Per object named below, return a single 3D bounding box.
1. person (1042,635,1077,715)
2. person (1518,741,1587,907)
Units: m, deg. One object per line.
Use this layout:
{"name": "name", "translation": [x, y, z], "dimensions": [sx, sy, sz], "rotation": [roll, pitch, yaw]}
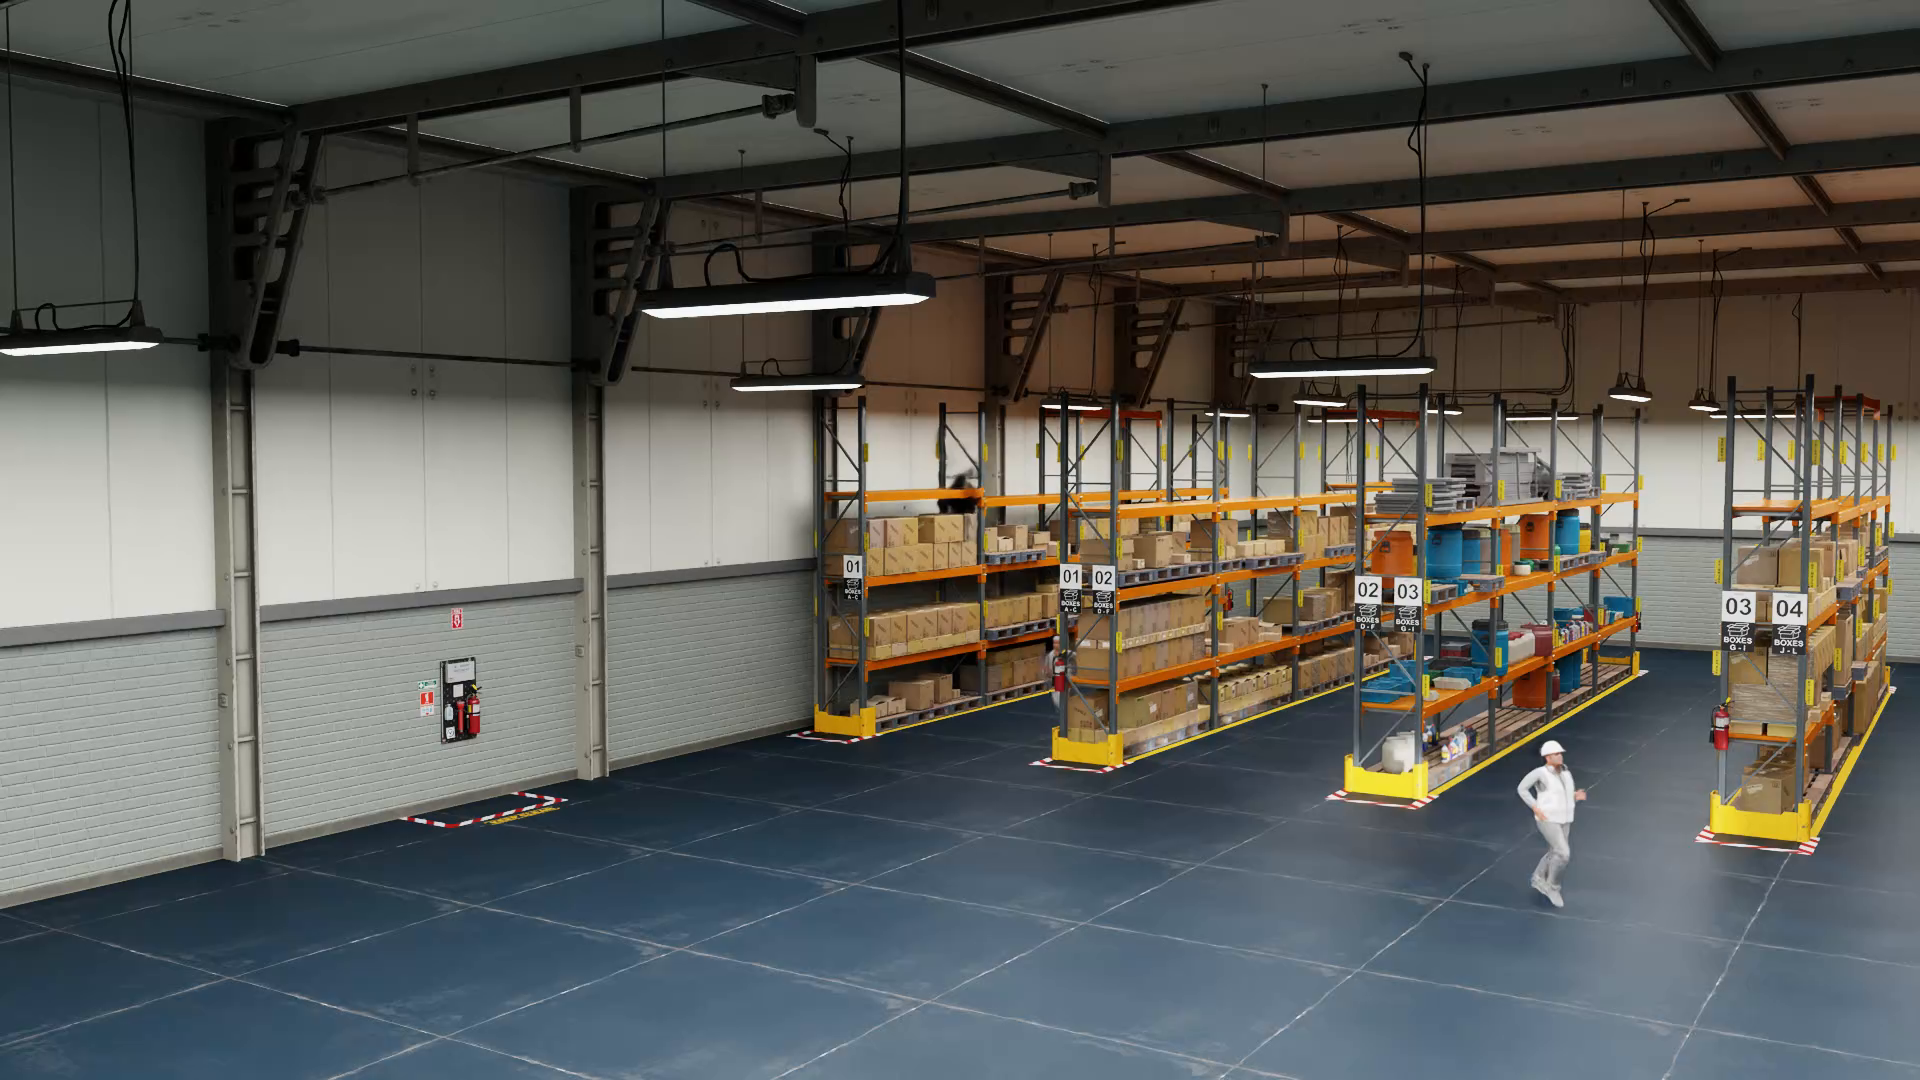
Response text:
{"name": "person", "translation": [1.792, 2.554, 29.451], "dimensions": [0.675, 1.748, 0.852], "rotation": [2, 4, 37]}
{"name": "person", "translation": [6.622, 3.151, 18.508], "dimensions": [0.630, 1.820, 0.710], "rotation": [-2, 4, -31]}
